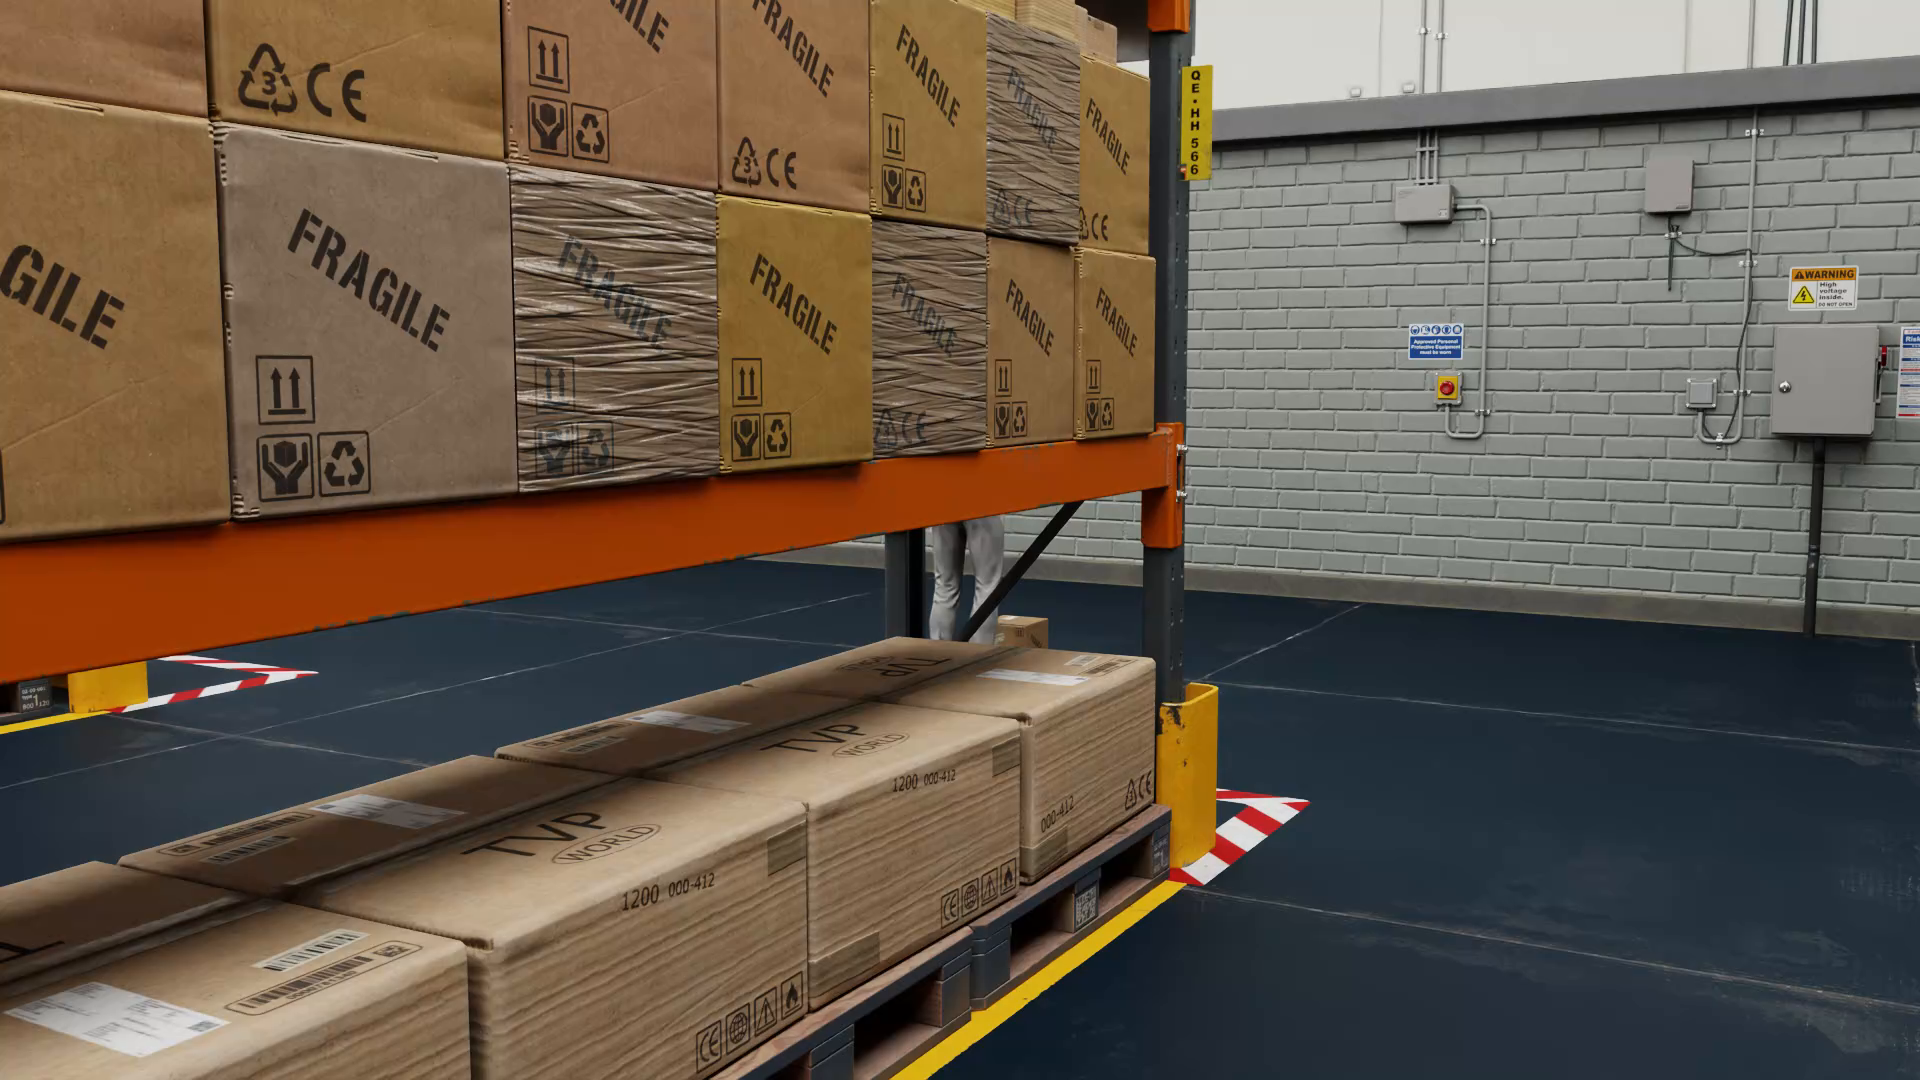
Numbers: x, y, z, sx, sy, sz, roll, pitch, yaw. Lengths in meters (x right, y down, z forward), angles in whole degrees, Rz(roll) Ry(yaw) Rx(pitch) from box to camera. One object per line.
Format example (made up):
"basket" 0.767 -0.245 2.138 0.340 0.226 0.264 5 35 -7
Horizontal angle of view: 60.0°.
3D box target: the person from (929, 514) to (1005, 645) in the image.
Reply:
"person" 0.025 -0.141 7.702 0.467 1.665 0.329 3 7 30
